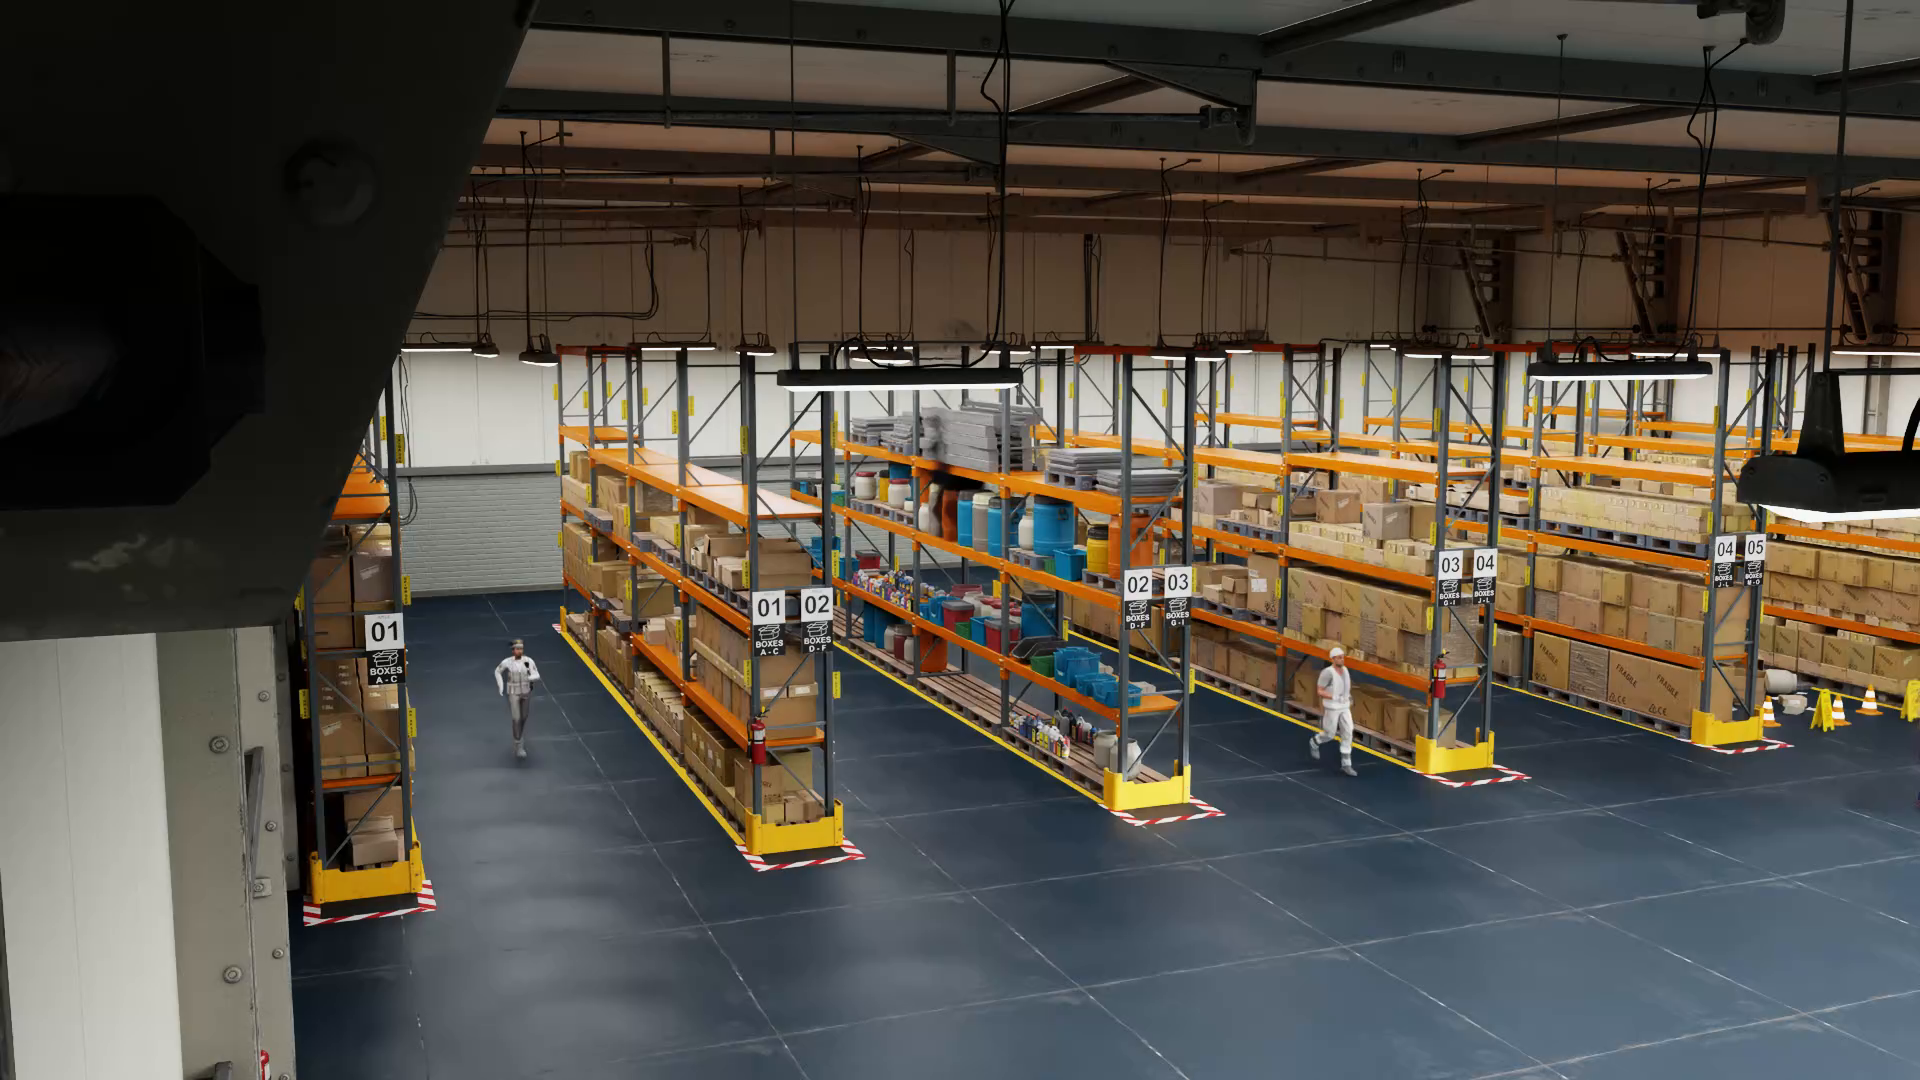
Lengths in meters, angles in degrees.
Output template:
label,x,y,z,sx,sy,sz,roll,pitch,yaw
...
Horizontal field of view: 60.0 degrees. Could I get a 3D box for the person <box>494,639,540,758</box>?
label,x,y,z,sx,sy,sz,roll,pitch,yaw
person,-6.591,2.316,24.863,0.599,1.708,0.860,-4,8,-29

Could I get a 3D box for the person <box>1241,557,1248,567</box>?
label,x,y,z,sx,sy,sz,roll,pitch,yaw
person,7.196,0.368,41.169,0.534,1.541,0.583,5,9,33

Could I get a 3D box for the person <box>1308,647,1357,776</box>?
label,x,y,z,sx,sy,sz,roll,pitch,yaw
person,5.372,2.418,23.855,0.666,1.789,0.951,-4,8,-29
